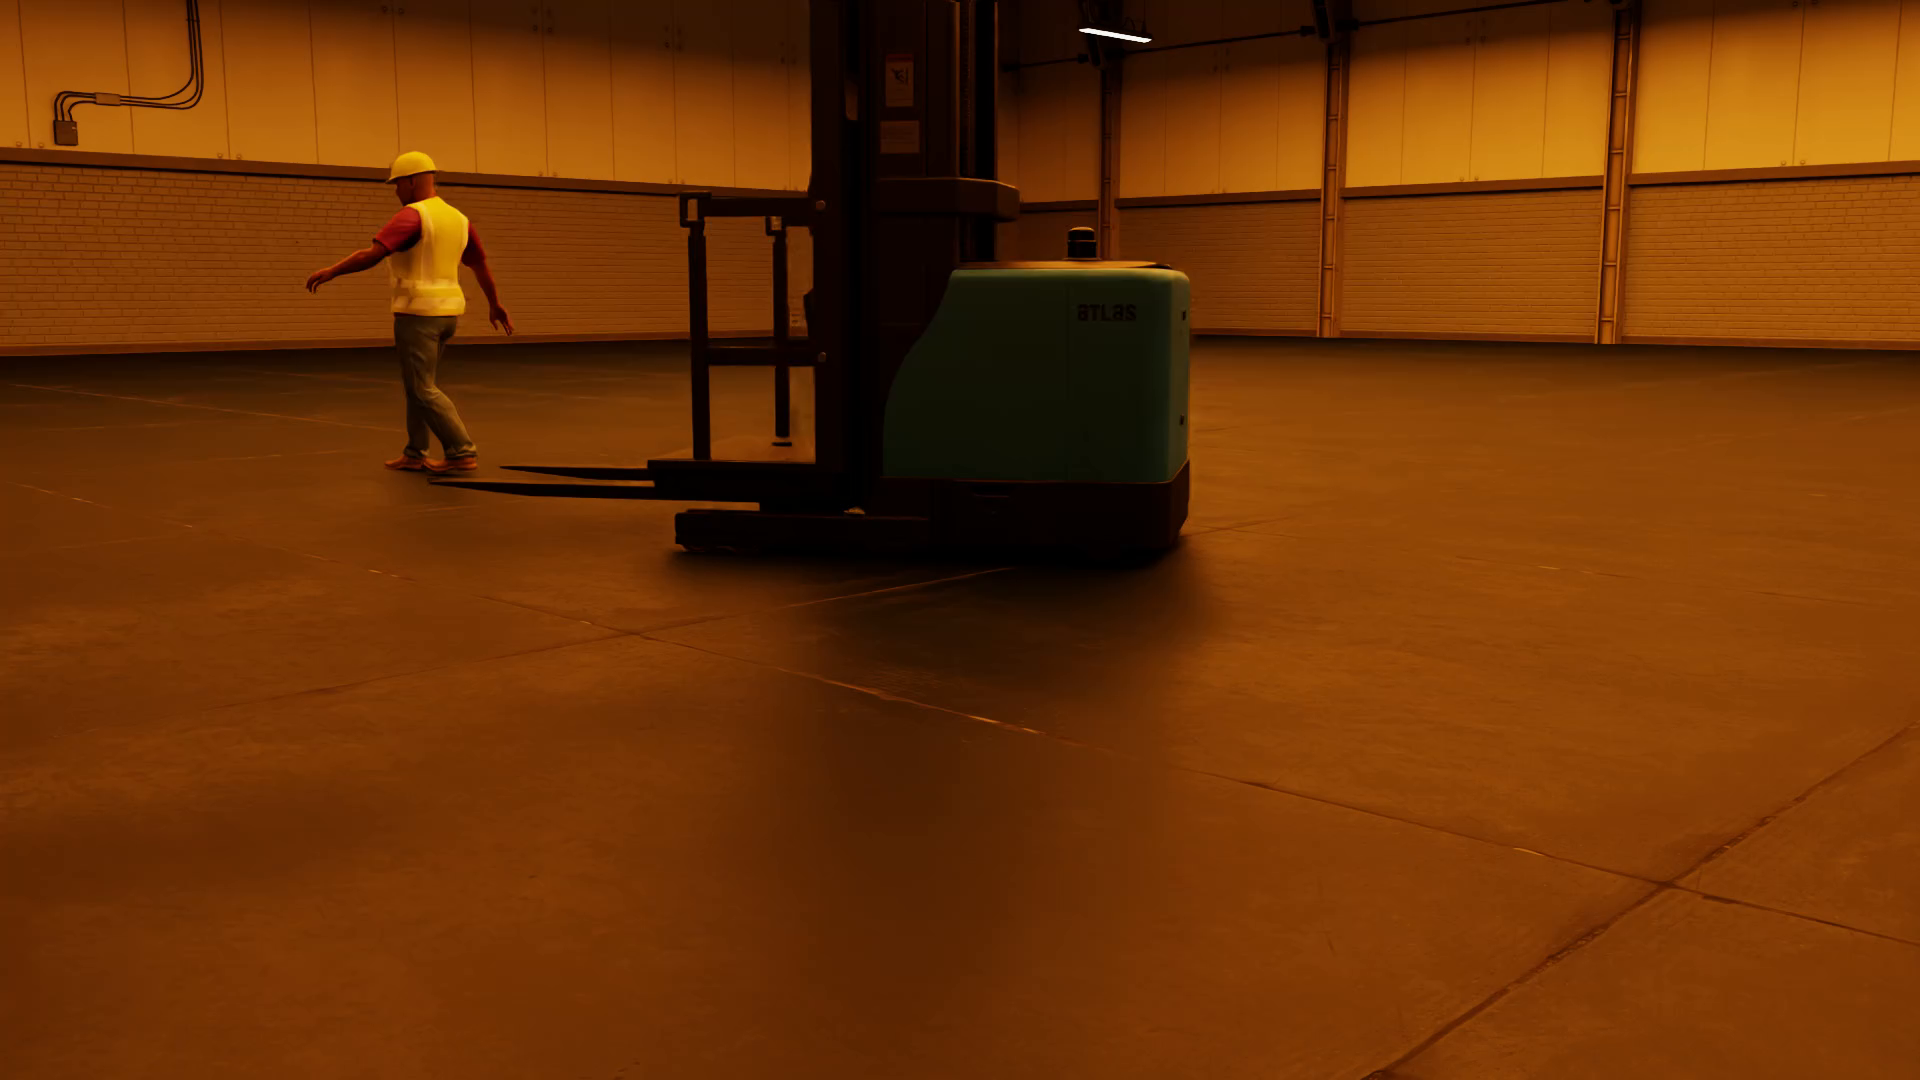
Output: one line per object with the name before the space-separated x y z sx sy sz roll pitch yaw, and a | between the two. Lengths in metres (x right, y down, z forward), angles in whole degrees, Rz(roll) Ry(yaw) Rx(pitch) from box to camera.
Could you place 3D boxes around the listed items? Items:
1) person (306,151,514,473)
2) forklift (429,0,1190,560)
person | -2.948 -1.236 9.119 0.765 1.745 1.020 3 9 17
forklift | -0.622 -1.466 6.608 3.031 2.935 1.130 2 9 12
